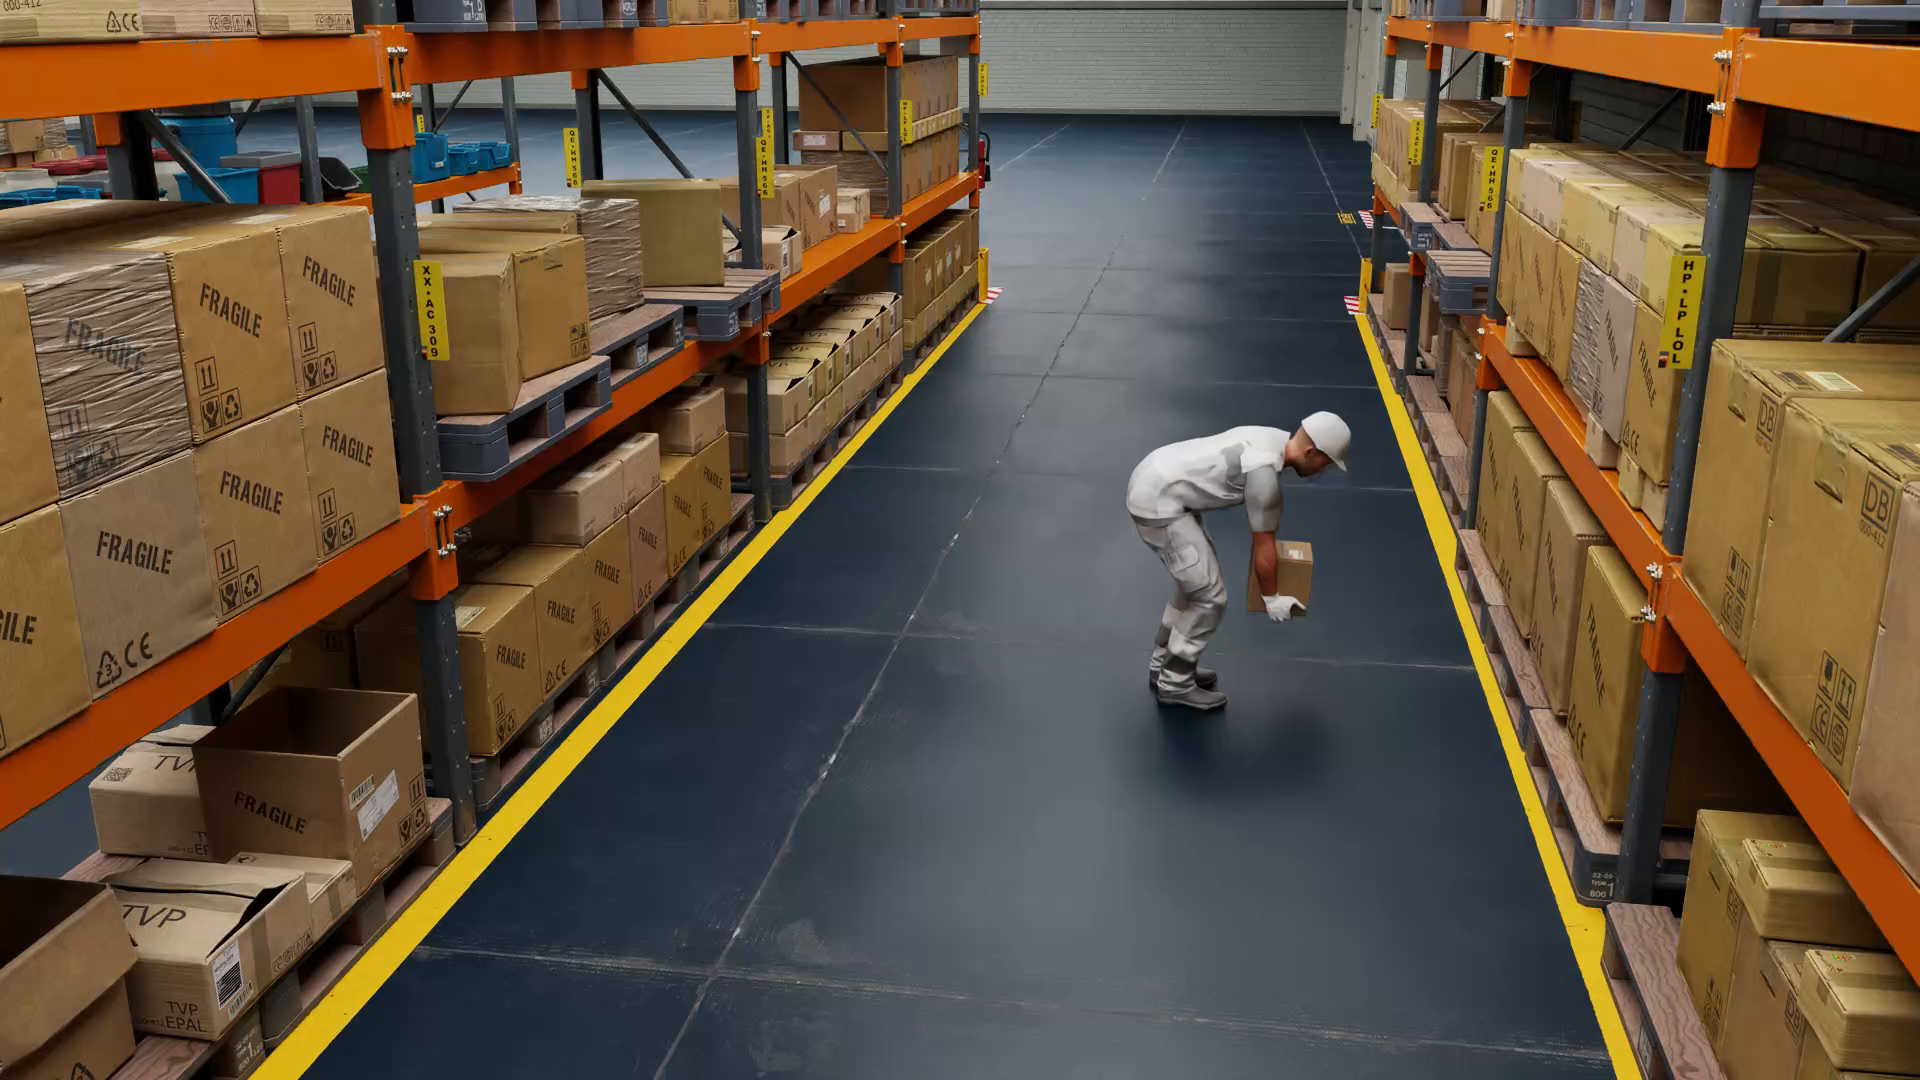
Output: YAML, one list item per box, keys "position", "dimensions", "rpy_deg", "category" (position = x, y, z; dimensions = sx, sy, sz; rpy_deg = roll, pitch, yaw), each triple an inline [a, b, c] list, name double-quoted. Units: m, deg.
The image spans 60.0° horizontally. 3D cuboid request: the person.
- position: [1.162, 0.071, 7.108]
  dimensions: [0.919, 1.287, 0.499]
  rpy_deg: [2, 18, 7]
  category: "person"
